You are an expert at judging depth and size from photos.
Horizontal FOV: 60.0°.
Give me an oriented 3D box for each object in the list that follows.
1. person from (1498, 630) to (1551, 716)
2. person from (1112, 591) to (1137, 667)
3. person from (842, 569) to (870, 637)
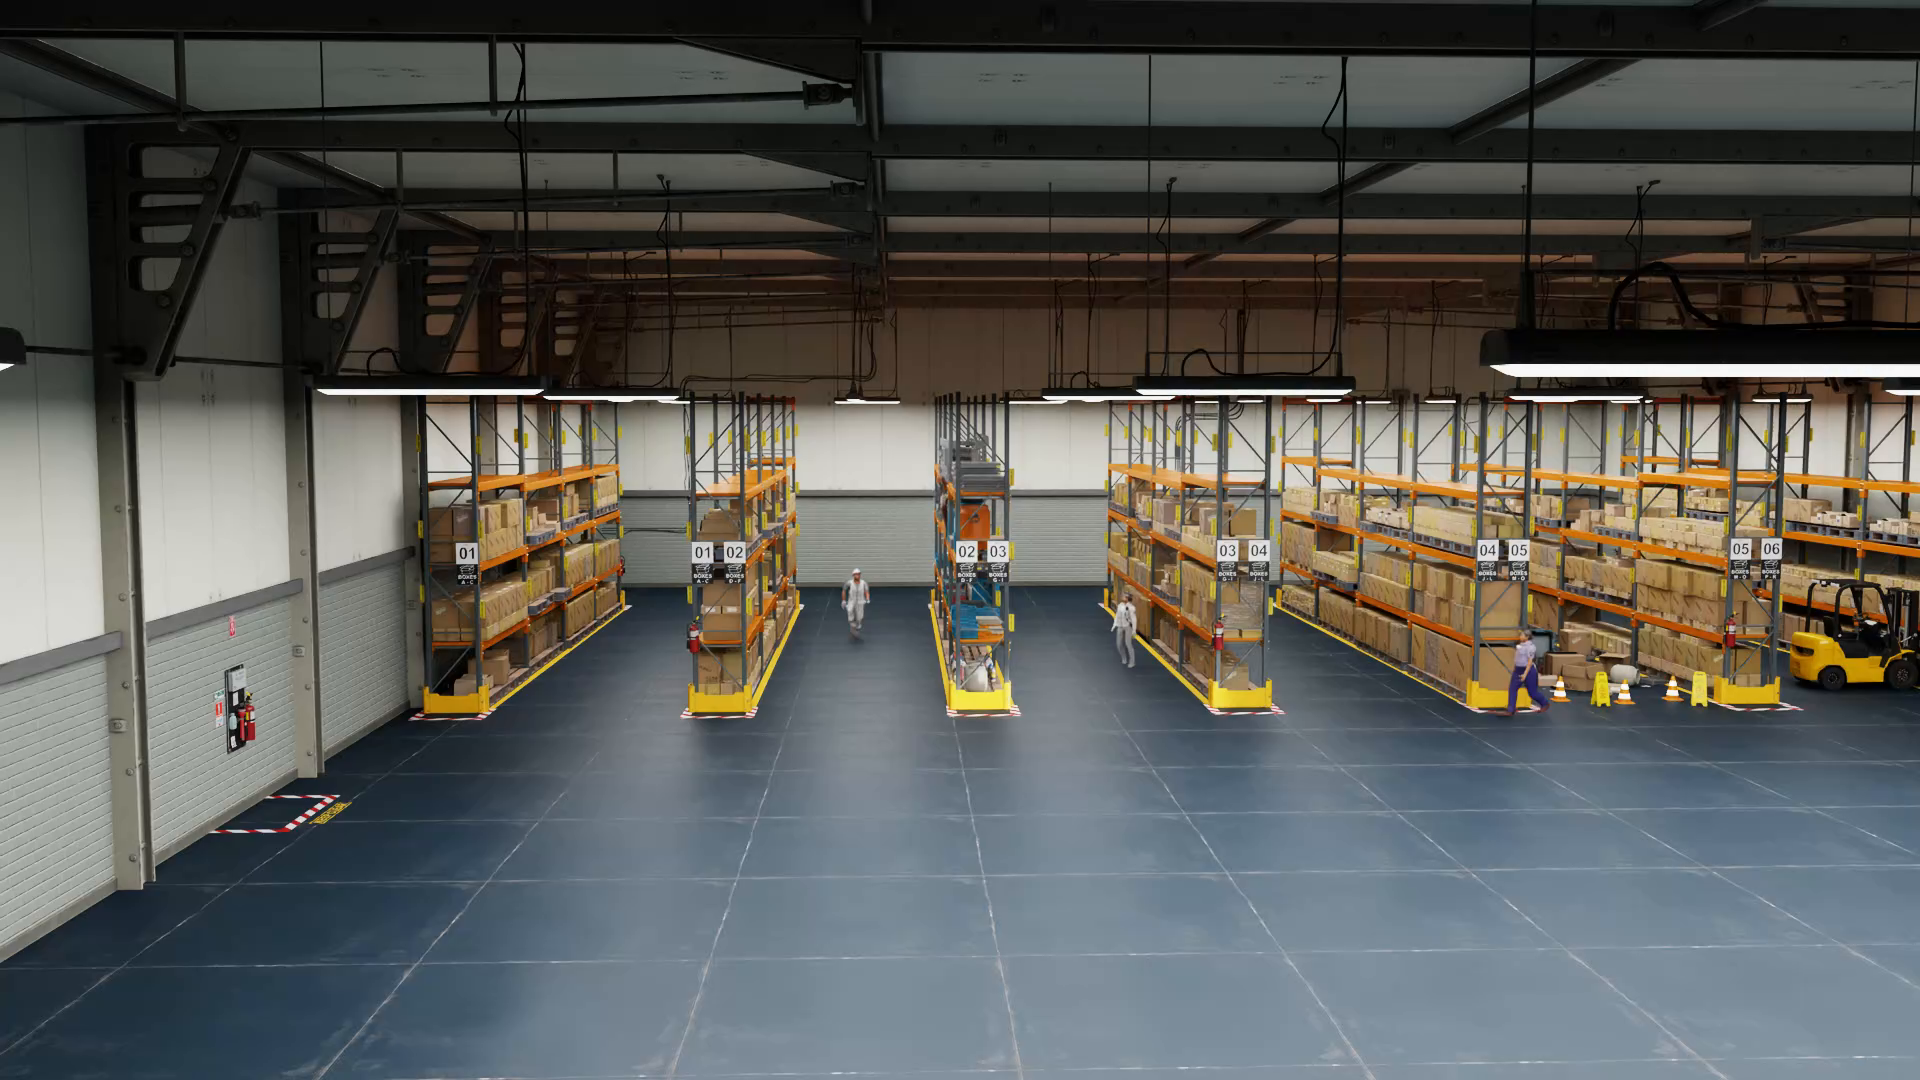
[{"bbox_3d":[10.445,2.456,30.706,0.936,1.614,0.459,-2,5,-26],"label":"person"},{"bbox_3d":[3.662,1.967,36.876,0.596,1.673,0.507,4,6,38],"label":"person"},{"bbox_3d":[-2.561,1.565,40.872,0.684,1.717,0.877,0,5,-3],"label":"person"}]
